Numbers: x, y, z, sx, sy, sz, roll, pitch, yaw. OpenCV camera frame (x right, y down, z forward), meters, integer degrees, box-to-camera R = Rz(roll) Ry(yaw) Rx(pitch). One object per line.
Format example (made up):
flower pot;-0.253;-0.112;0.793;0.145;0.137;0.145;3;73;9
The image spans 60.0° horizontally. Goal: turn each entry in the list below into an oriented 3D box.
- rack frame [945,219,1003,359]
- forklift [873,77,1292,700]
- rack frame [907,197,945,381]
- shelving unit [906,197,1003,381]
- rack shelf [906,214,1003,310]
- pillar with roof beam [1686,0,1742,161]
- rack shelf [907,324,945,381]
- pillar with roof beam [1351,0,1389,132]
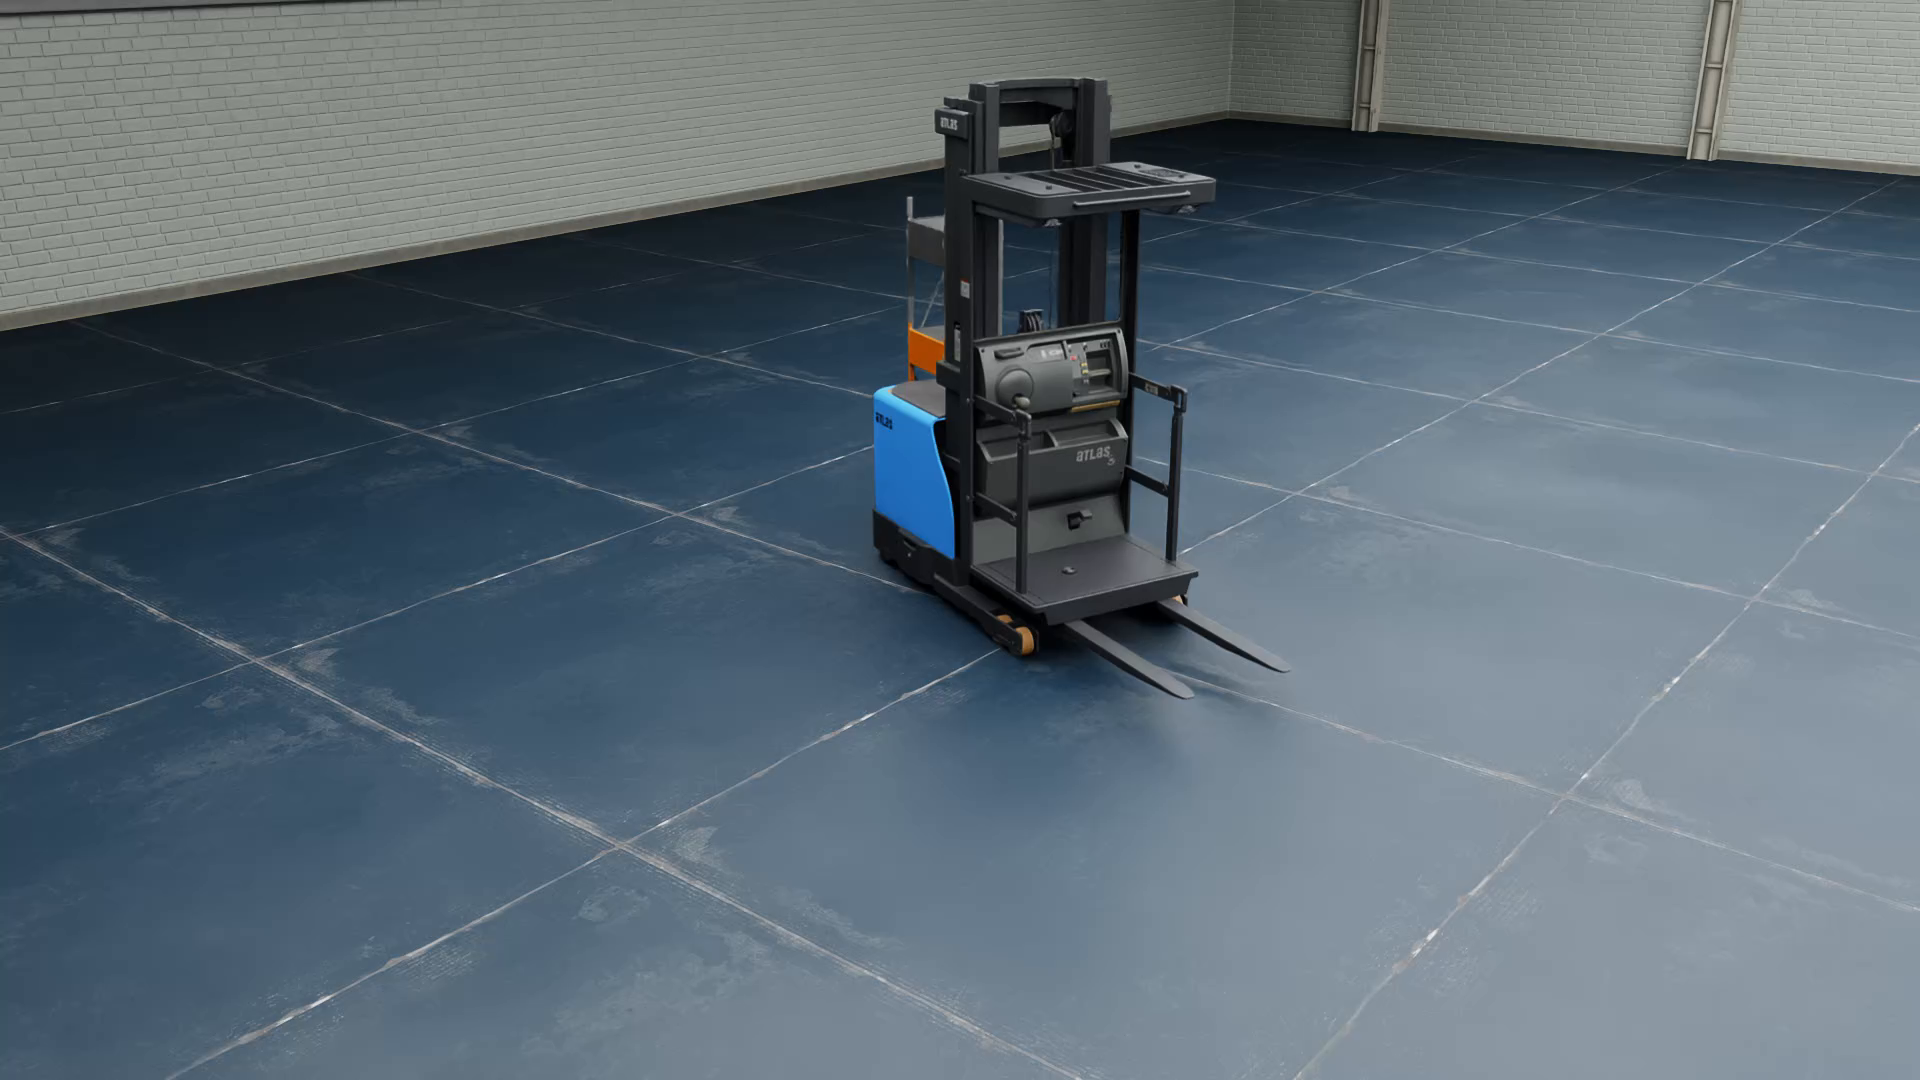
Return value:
rack frame;0.085;-1.046;10.467;0.400;2.100;0.015;-11;23;-28
forklift;0.626;-0.920;8.954;1.130;2.935;3.031;-11;23;-28
rack frame;-0.156;-1.196;10.864;0.400;2.100;0.015;-11;23;-28
shelving unit;-0.036;-1.121;10.665;0.431;2.100;0.503;-11;23;-28
rack shelf;-0.036;-1.763;10.423;0.431;0.518;0.480;-11;23;-28
pillar with roof beam;9.410;-9.267;22.490;0.400;9.000;9.100;16;26;36
rack shelf;-0.036;-1.108;10.670;0.431;0.518;0.480;-11;23;-28
pillar with roof beam;4.761;-10.606;26.040;0.400;9.000;9.100;16;26;36
